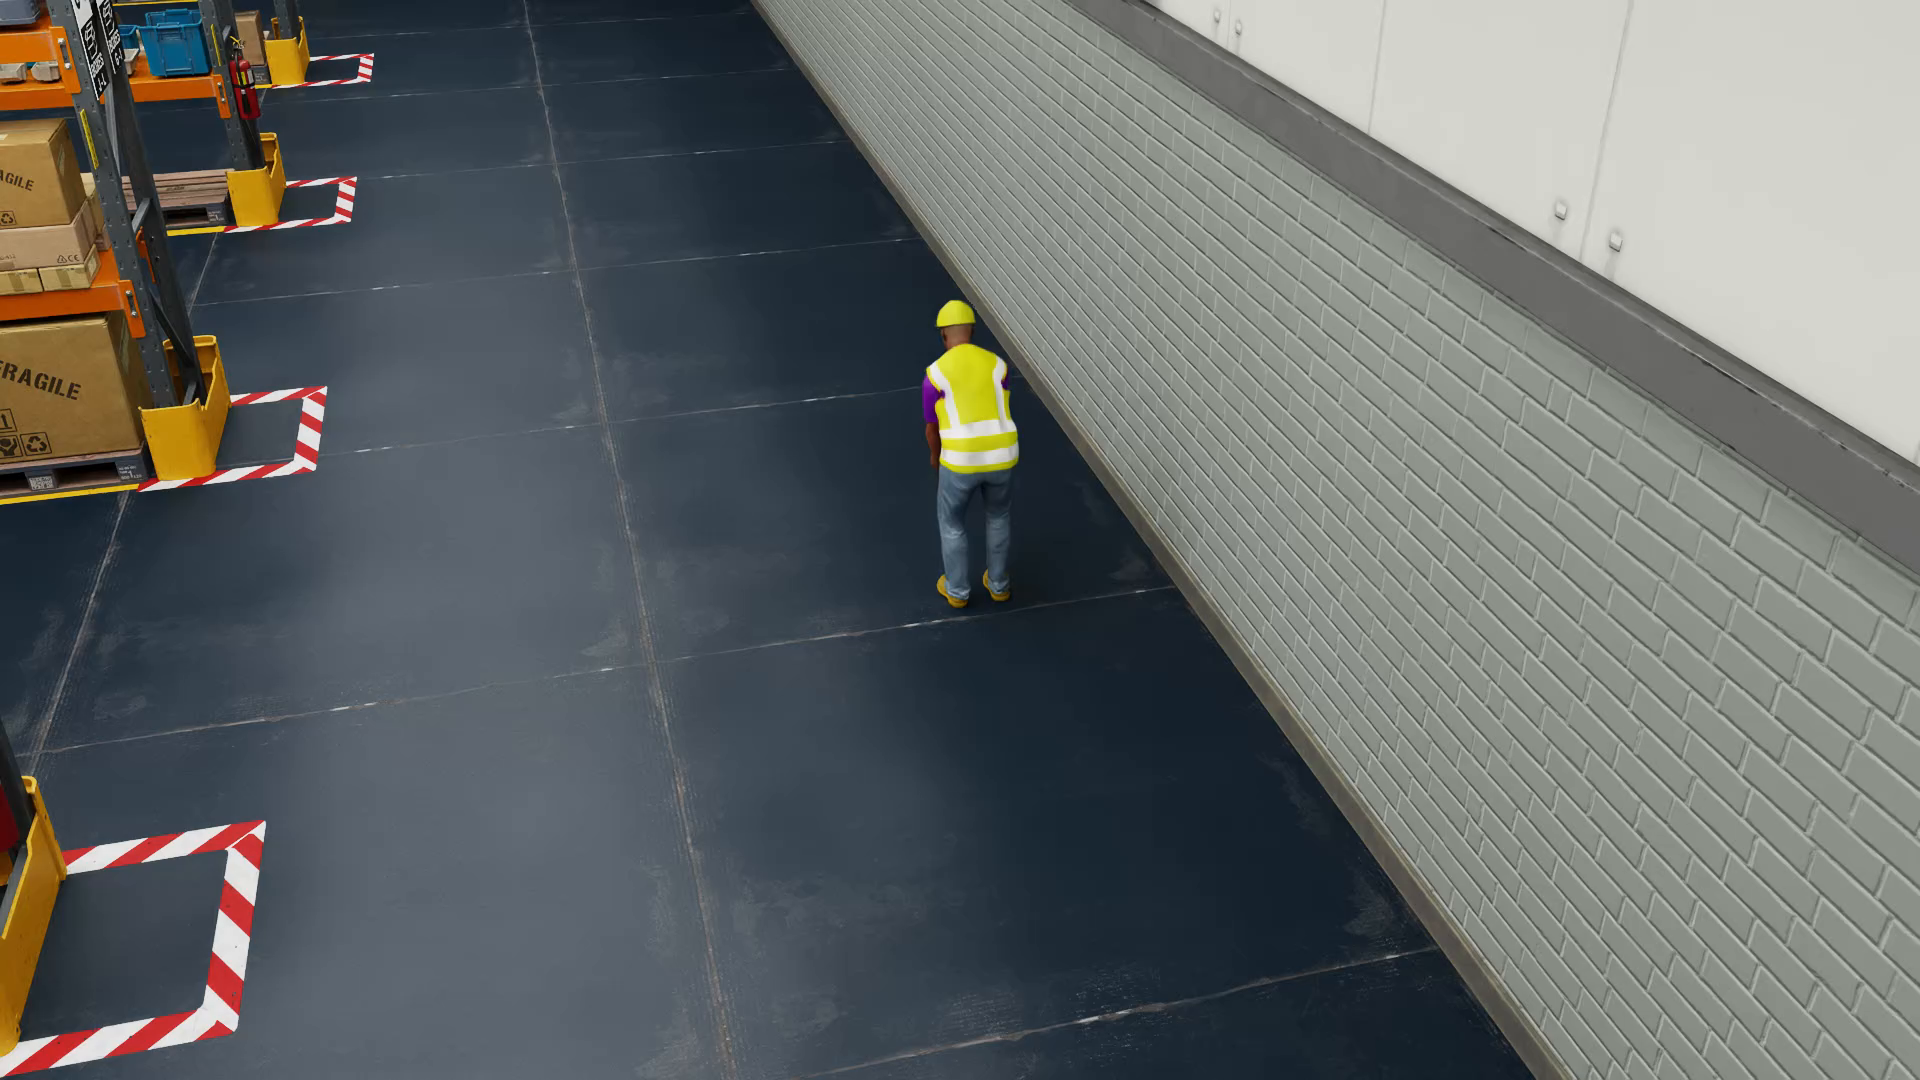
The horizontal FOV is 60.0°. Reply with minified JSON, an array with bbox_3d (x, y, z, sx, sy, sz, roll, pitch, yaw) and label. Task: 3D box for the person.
[{"bbox_3d":[0.038,-0.471,9.136,0.483,1.657,0.693,-8,31,-14],"label":"person"}]
